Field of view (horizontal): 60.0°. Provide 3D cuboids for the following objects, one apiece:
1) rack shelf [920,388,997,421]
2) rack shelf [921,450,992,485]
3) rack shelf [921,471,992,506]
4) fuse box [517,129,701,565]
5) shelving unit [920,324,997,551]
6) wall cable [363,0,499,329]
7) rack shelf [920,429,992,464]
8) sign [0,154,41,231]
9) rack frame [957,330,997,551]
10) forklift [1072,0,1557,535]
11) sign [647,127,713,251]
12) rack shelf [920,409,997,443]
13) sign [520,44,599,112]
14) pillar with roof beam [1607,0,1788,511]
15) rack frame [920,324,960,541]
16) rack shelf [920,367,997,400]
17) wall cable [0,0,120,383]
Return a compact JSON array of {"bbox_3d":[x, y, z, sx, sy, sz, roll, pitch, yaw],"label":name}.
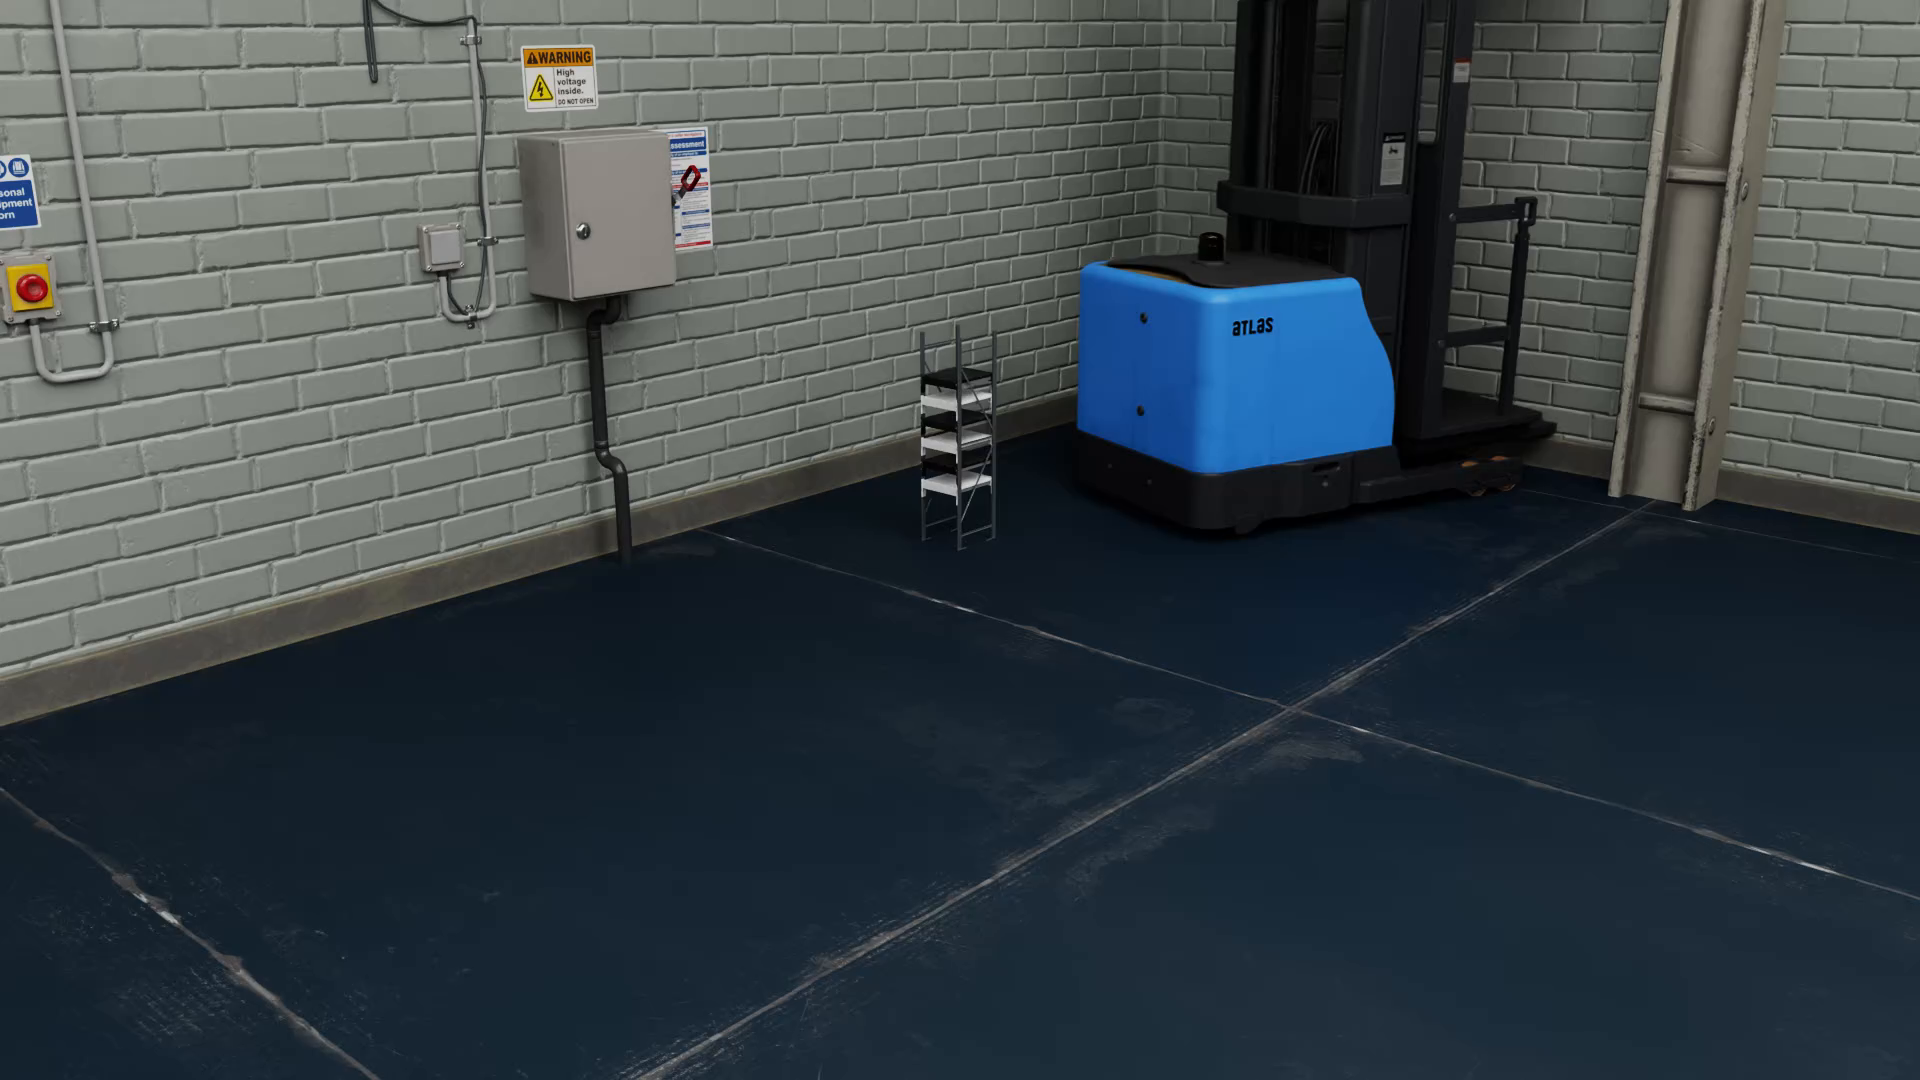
[{"bbox_3d":[-0.006,-0.570,6.936,0.200,0.077,0.258,15,23,39],"label":"rack shelf"},{"bbox_3d":[-0.006,-0.313,7.018,0.200,0.077,0.258,15,23,39],"label":"rack shelf"},{"bbox_3d":[-0.006,-0.227,7.045,0.200,0.077,0.258,15,23,39],"label":"rack shelf"},{"bbox_3d":[-1.331,-0.723,6.562,0.414,1.711,0.539,15,23,39],"label":"fuse box"},{"bbox_3d":[-0.006,-0.431,6.981,0.210,0.900,0.258,15,23,39],"label":"shelving unit"},{"bbox_3d":[-1.901,-1.699,5.827,0.122,1.984,0.588,15,23,39],"label":"wall cable"},{"bbox_3d":[-0.006,-0.399,6.991,0.200,0.077,0.258,15,23,39],"label":"rack shelf"},{"bbox_3d":[-2.912,-1.022,4.925,0.001,0.218,0.327,15,23,39],"label":"sign"},{"bbox_3d":[0.070,-0.410,6.916,0.006,0.900,0.240,15,23,39],"label":"rack frame"},{"bbox_3d":[2.063,-1.725,7.702,3.031,2.935,1.130,-10,20,-28],"label":"forklift"},{"bbox_3d":[-1.158,-1.445,6.865,0.001,0.494,0.329,15,23,39],"label":"sign"},{"bbox_3d":[-0.006,-0.485,6.964,0.200,0.077,0.258,15,23,39],"label":"rack shelf"},{"bbox_3d":[-1.522,-1.760,6.334,0.001,0.242,0.339,15,23,39],"label":"sign"},{"bbox_3d":[0.415,-3.519,3.324,0.400,9.000,9.100,15,23,39],"label":"pillar with roof beam"},{"bbox_3d":[-0.082,-0.451,7.045,0.006,0.900,0.240,15,23,39],"label":"rack frame"},{"bbox_3d":[-0.006,-0.656,6.909,0.200,0.077,0.258,15,23,39],"label":"rack shelf"},{"bbox_3d":[-2.834,-1.391,4.804,0.123,1.953,0.585,15,23,39],"label":"wall cable"}]
